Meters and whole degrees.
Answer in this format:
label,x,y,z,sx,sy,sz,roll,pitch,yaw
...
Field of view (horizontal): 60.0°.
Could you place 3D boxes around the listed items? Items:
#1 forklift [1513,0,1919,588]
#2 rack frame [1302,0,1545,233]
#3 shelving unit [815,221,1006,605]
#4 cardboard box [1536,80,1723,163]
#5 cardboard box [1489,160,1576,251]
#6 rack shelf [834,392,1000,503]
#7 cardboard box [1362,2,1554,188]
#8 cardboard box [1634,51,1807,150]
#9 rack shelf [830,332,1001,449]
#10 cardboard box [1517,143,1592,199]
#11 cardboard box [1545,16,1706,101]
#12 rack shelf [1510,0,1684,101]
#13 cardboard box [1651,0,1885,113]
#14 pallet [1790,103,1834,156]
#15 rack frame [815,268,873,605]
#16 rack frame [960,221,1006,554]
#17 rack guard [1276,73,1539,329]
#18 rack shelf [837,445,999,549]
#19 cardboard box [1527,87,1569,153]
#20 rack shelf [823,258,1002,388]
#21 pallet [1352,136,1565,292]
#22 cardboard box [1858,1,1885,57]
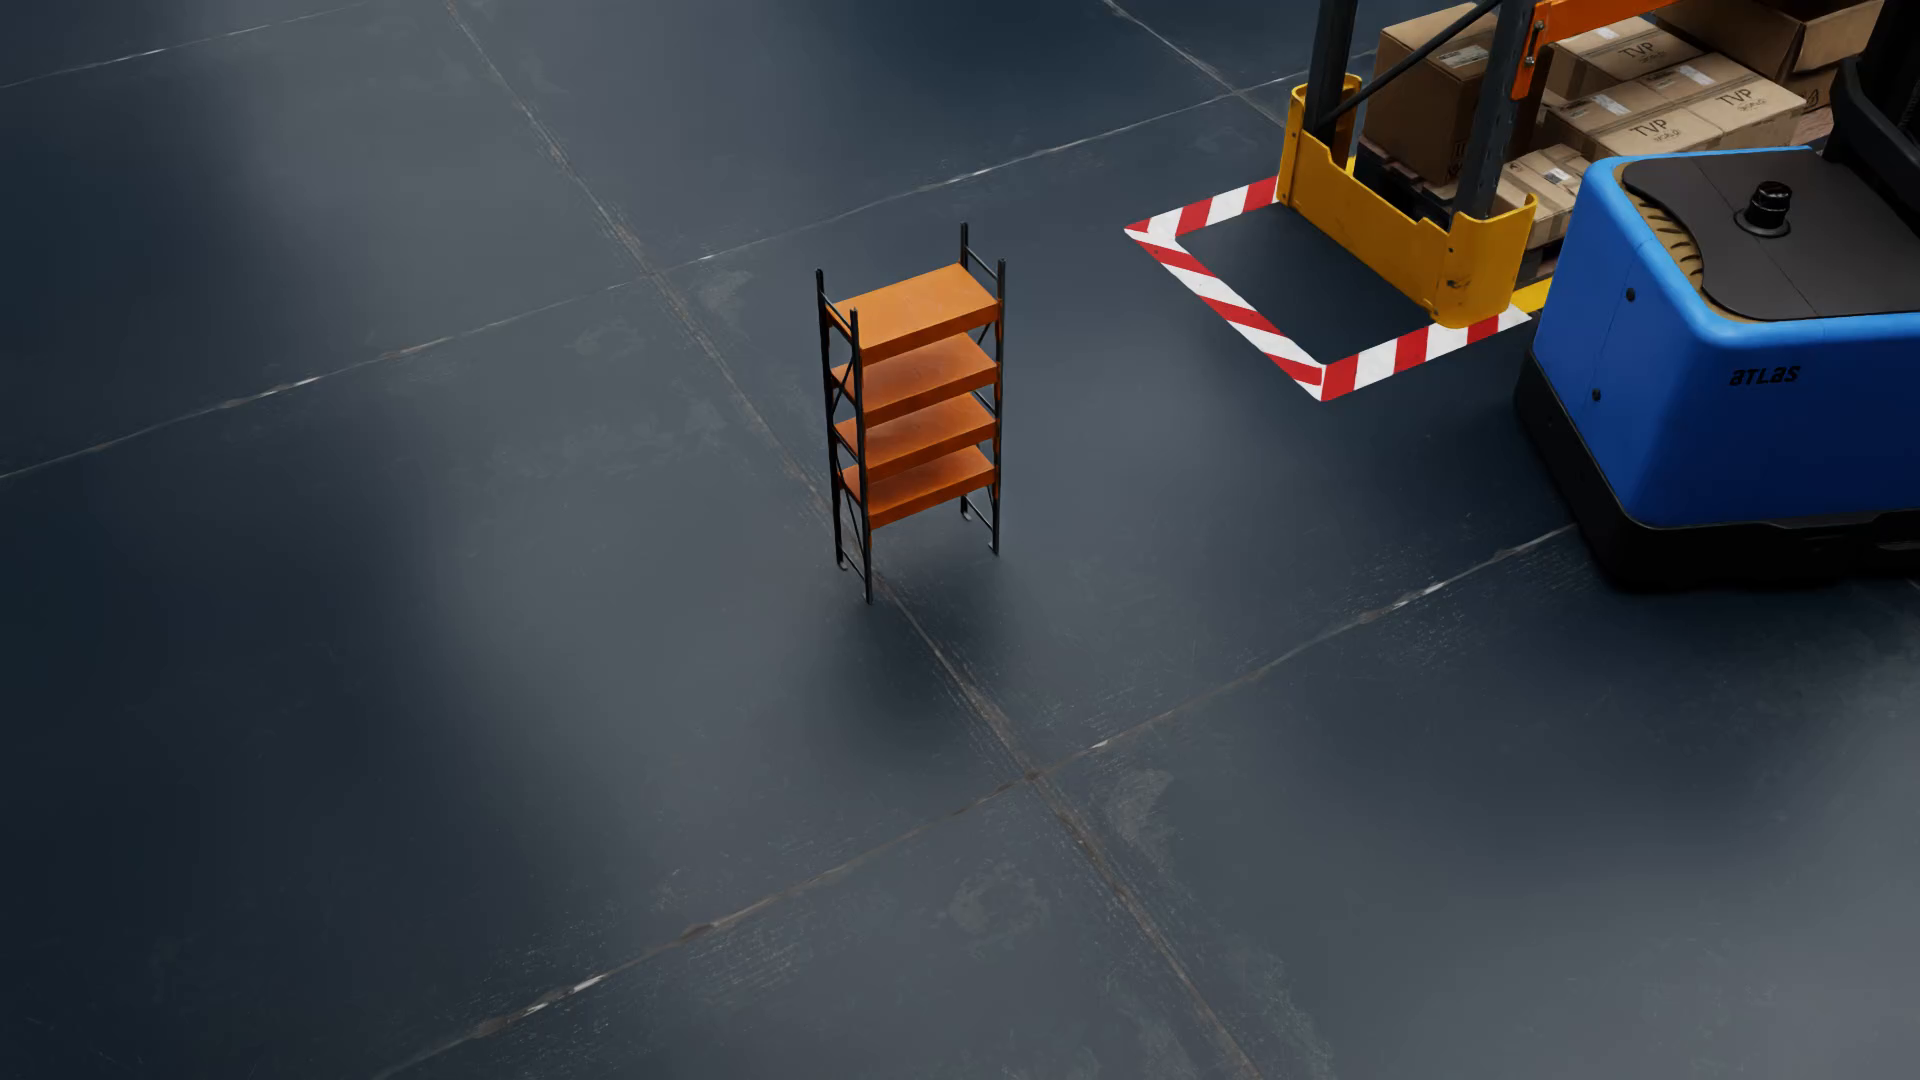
label,x,y,z,sx,sy,sz,roll,pitch,yaw
forklift,3.608,-1.333,5.019,3.031,2.935,1.130,-4,44,-5
rack frame,1.739,-2.284,5.950,0.127,3.000,1.000,-22,48,-21
shelving unit,-0.144,-0.373,5.273,0.503,1.200,0.258,-22,48,-21
cardboard box,2.785,-1.646,6.951,0.500,0.250,0.500,-22,48,-21
cardboard box,2.273,-1.357,6.725,0.250,0.149,0.380,-22,48,-21
rack shelf,-0.144,-0.325,5.320,0.480,0.148,0.258,-22,48,-21
cardboard box,2.087,-1.882,7.015,0.500,0.500,0.500,-22,48,-21
cardboard box,3.218,-1.819,7.129,0.500,0.250,0.500,-22,48,-21
rack shelf,-0.144,-0.485,5.164,0.480,0.148,0.258,-22,48,-21
cardboard box,2.490,-1.450,6.808,0.250,0.166,0.380,-22,48,-21
cardboard box,2.926,-2.104,7.423,0.500,0.250,0.500,-22,48,-21
rack shelf,3.473,-2.720,6.915,4.000,0.370,1.077,-22,48,-21
cardboard box,3.580,-2.279,7.421,0.637,0.503,0.797,-22,48,-21
pallet,3.552,-2.007,7.667,1.213,0.211,1.003,-22,48,-21
rack frame,-0.355,-0.288,5.186,0.015,1.200,0.240,-22,48,-21
rack frame,0.068,-0.458,5.360,0.015,1.200,0.240,-22,48,-21
rack guard,1.805,-1.413,6.847,0.348,0.500,1.175,-22,48,-21
rack shelf,-0.144,-0.182,5.458,0.480,0.148,0.258,-22,48,-21
cardboard box,2.483,-1.849,7.220,0.250,0.166,0.380,-22,48,-21
rack shelf,-0.144,-0.655,4.999,0.480,0.148,0.258,-22,48,-21
pallet,2.495,-1.587,7.234,1.213,0.211,1.003,-22,48,-21
cardboard box,4.204,-2.236,7.515,0.500,0.311,0.500,-22,48,-21
